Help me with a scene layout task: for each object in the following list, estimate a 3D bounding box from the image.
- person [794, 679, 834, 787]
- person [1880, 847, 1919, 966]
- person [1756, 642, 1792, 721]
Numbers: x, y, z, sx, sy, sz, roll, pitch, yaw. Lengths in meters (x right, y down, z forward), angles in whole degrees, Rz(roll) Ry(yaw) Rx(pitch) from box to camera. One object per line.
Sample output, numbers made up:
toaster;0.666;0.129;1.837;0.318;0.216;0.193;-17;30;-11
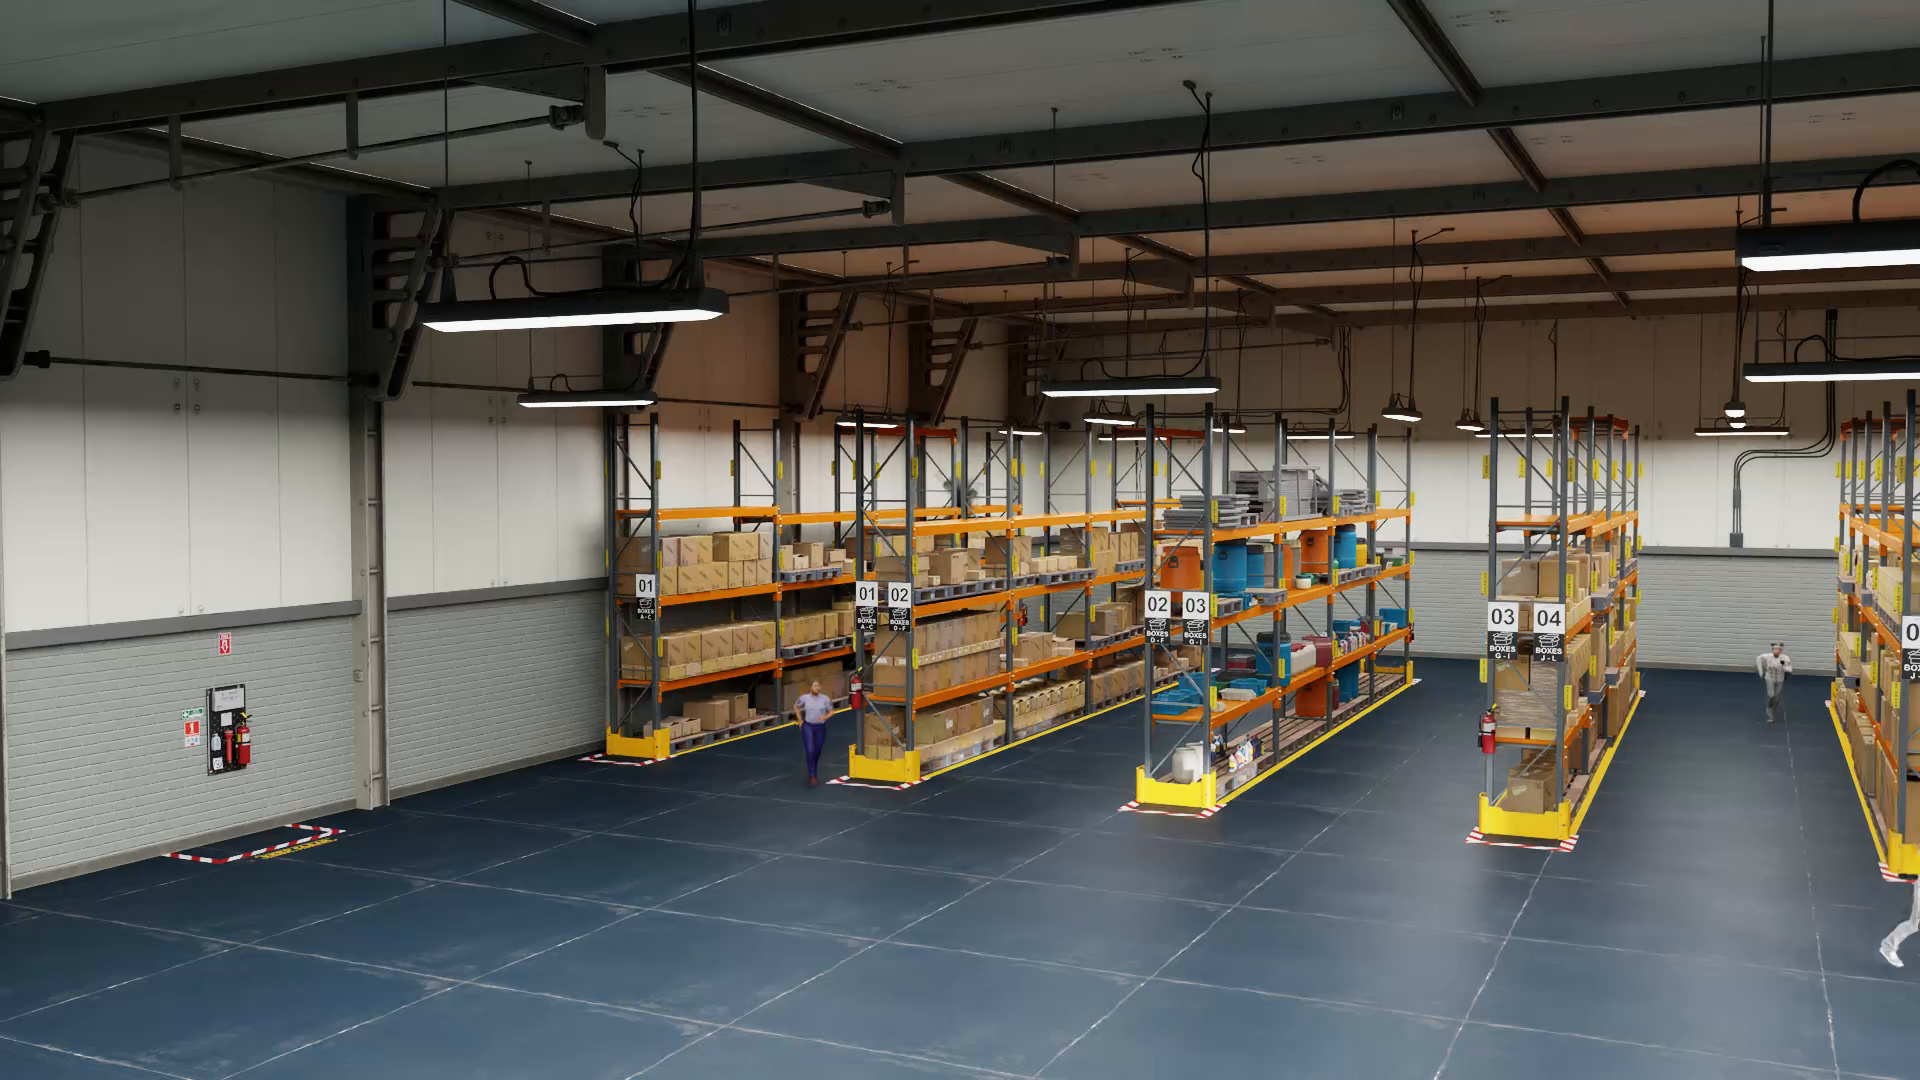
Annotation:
person;-2.317;3.050;26.580;0.607;1.635;0.839;-1;3;-18
person;9.552;3.512;16.384;0.547;1.632;0.845;-1;3;-25
person;16.101;2.802;32.882;0.599;1.611;0.792;1;2;16
